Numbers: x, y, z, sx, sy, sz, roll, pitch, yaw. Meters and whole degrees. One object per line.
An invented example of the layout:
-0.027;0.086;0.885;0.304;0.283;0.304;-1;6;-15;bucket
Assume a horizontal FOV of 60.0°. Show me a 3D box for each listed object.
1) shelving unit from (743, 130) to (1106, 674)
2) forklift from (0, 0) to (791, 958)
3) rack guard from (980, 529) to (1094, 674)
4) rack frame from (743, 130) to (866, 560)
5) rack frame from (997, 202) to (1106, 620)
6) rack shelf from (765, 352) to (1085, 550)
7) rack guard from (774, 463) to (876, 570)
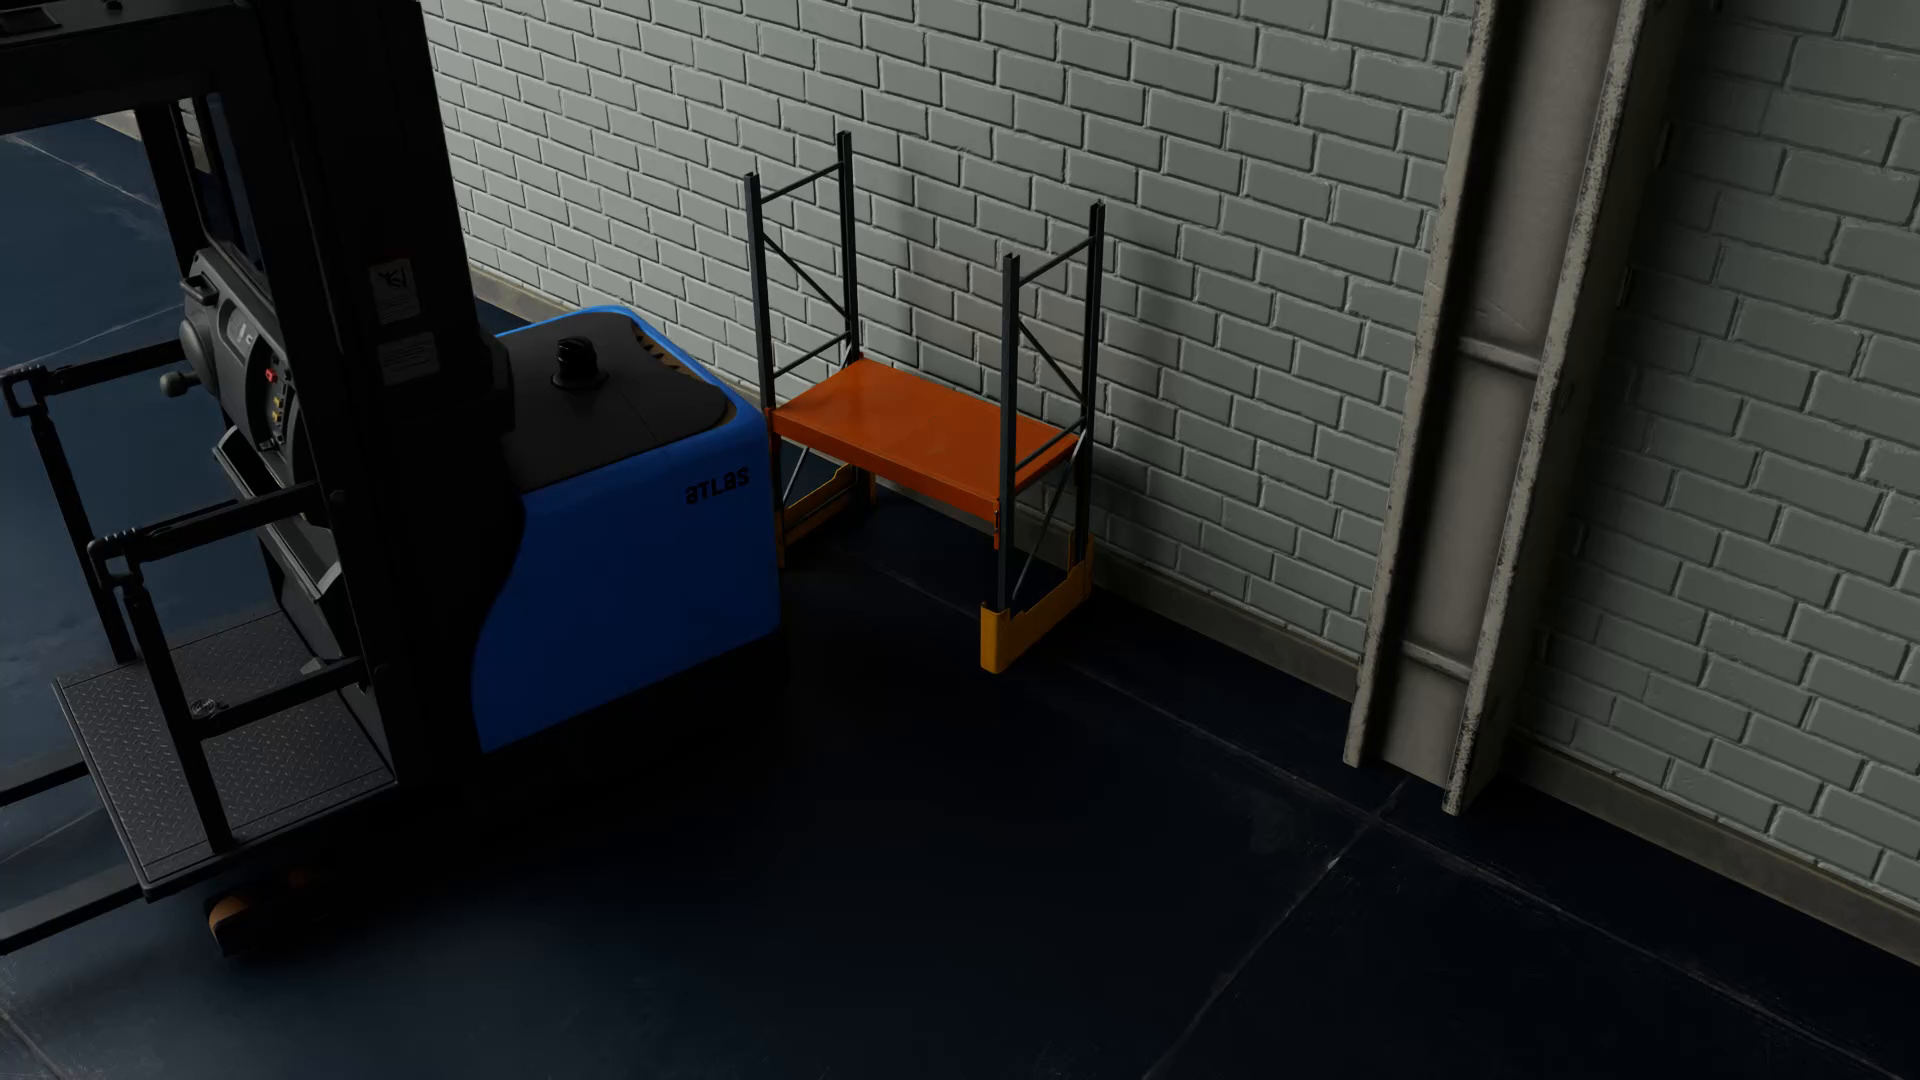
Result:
-0.129;-0.480;5.624;1.083;1.500;0.587;23;41;30;shelving unit
-2.045;-0.412;4.261;3.031;2.935;1.130;-23;40;-29;forklift
0.270;0.205;5.731;0.087;0.250;0.587;23;41;30;rack guard
-0.528;-0.649;5.871;0.032;1.500;0.500;23;41;30;rack frame
0.285;-0.304;5.367;0.032;1.500;0.500;23;41;30;rack frame
-0.121;-0.328;5.721;1.000;0.185;0.538;23;41;30;rack shelf
-0.527;-0.134;6.224;0.087;0.250;0.587;23;41;30;rack guard
